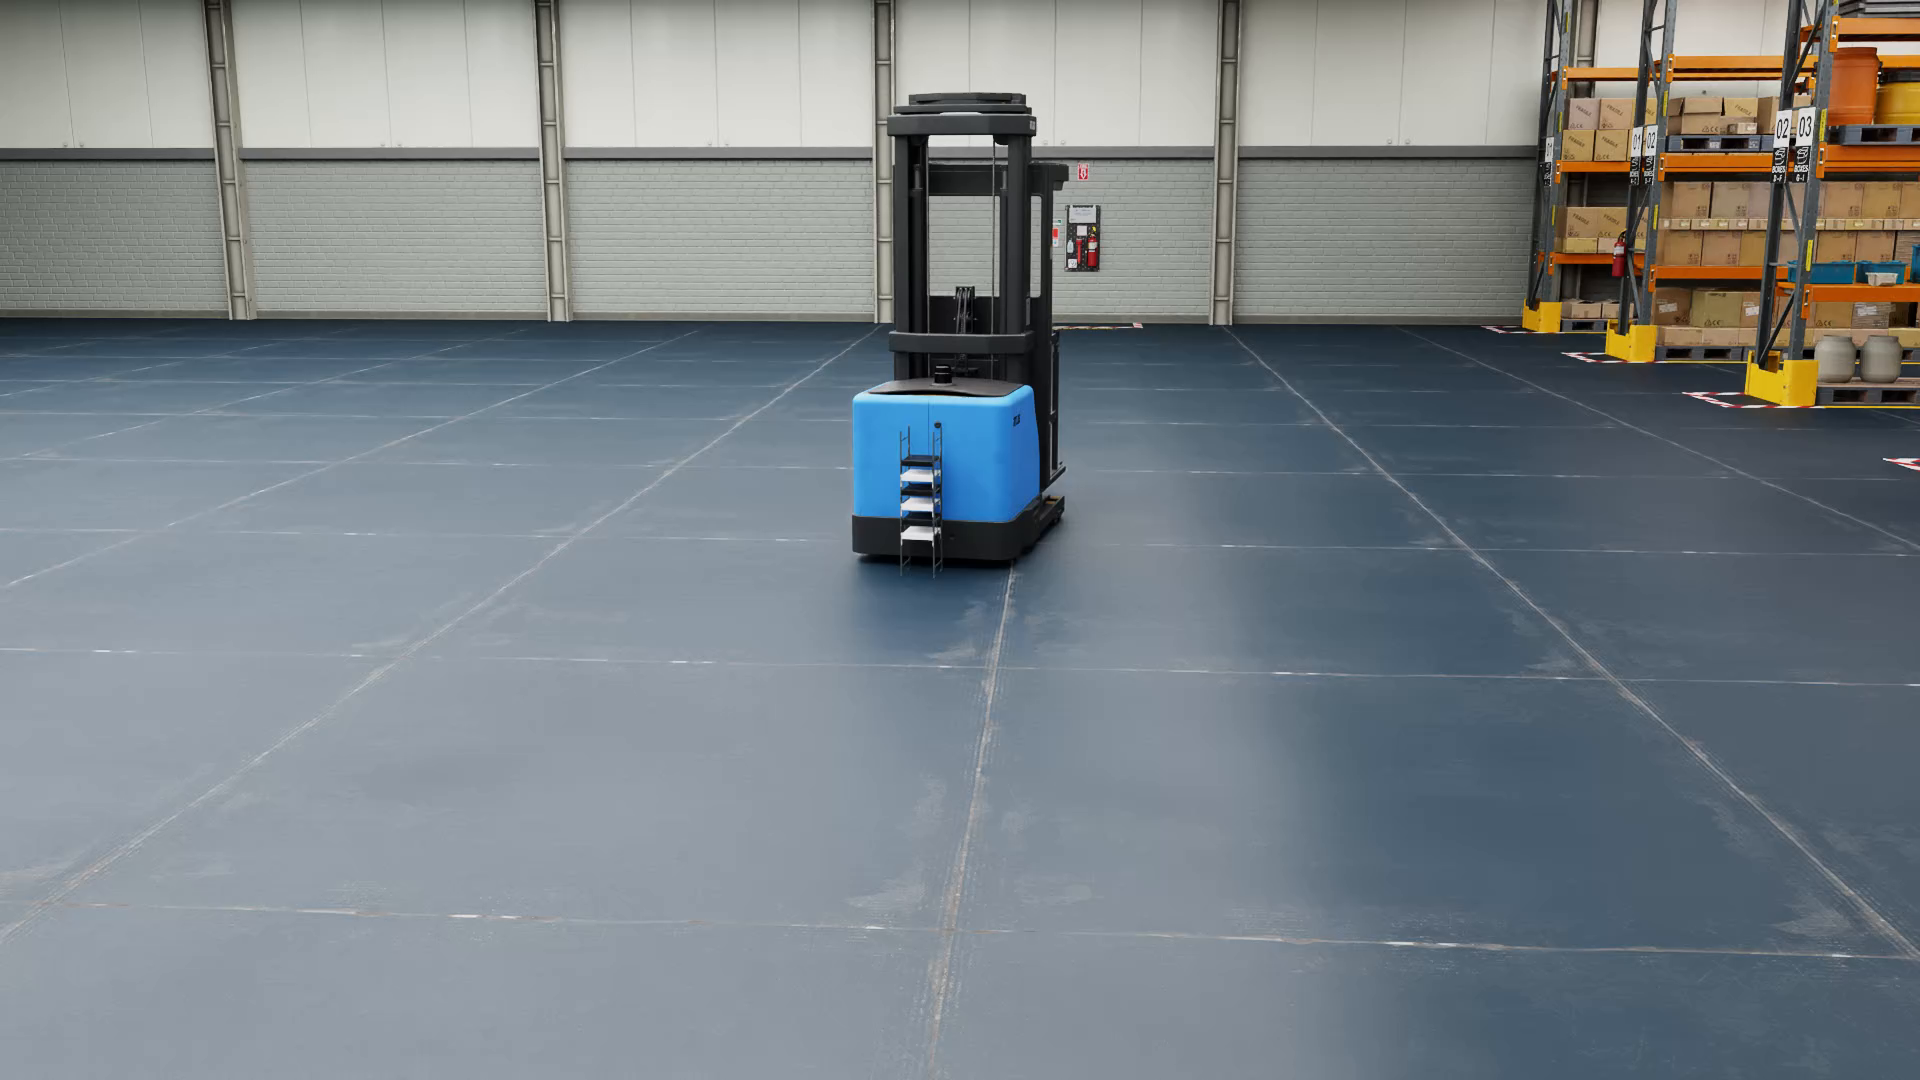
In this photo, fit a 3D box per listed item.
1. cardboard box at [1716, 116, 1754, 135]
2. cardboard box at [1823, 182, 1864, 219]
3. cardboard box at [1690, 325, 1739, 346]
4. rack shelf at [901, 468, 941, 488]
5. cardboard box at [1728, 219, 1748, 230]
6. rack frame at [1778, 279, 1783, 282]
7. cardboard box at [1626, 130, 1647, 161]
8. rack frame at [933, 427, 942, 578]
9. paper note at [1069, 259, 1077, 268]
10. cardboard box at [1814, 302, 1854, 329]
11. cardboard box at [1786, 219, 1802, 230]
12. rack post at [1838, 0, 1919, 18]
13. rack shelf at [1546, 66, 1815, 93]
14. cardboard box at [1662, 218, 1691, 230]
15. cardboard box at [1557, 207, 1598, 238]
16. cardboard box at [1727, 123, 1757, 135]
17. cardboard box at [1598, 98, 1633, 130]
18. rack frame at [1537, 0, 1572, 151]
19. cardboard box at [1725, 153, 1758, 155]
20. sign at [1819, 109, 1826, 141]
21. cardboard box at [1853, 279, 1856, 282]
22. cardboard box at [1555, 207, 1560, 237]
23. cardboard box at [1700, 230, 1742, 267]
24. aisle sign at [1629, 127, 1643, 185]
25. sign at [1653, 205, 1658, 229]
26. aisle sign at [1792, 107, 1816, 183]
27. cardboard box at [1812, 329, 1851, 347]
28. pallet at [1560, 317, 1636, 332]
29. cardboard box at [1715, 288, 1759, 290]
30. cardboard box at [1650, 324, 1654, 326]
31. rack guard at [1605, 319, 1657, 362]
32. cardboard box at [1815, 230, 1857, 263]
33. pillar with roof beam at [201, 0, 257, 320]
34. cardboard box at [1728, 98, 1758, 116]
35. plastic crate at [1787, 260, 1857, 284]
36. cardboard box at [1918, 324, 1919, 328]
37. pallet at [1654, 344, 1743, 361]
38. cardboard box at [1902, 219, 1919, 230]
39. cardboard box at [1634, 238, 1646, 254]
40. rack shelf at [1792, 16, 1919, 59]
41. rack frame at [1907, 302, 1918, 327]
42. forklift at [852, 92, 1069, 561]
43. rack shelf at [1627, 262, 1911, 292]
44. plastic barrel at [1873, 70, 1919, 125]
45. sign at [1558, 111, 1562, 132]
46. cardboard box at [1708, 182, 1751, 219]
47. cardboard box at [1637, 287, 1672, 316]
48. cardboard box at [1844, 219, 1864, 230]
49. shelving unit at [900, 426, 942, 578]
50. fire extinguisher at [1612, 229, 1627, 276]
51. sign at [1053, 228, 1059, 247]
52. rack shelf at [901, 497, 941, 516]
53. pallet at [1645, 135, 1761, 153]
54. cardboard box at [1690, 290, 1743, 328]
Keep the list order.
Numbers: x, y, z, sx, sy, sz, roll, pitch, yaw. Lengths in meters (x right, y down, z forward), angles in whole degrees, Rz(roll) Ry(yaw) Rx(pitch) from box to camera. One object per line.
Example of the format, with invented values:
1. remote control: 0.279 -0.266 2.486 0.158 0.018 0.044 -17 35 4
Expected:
1. cardboard box: 10.721 -5.772 23.209 0.500 0.250 0.500 1 12 4
2. cardboard box: 12.098 -4.713 23.059 0.500 0.500 0.700 1 12 4
3. cardboard box: 10.573 -2.866 23.333 0.500 0.250 0.500 1 12 4
4. rack shelf: -0.236 -0.379 10.164 0.200 0.077 0.258 2 12 11
5. cardboard box: 10.695 -4.372 23.012 0.250 0.149 0.380 1 12 3
6. rack frame: 13.873 -5.023 27.952 0.127 3.000 1.000 1 12 4
7. cardboard box: 11.250 -6.528 27.529 0.500 0.500 0.500 1 12 6
8. rack frame: -0.137 -0.231 10.174 0.006 0.900 0.240 2 12 11
9. paper note: 2.016 -4.953 29.774 0.142 0.148 0.016 1 12 4
10. cardboard box: 12.071 -3.214 23.166 0.500 0.500 0.500 1 12 4
11. cardboard box: 11.465 -4.361 22.962 0.250 0.149 0.380 1 12 4
12. rack post: 9.965 -5.709 17.802 0.954 0.300 0.937 2 12 10
13. rack shelf: 11.877 -7.633 27.543 4.000 0.370 1.077 1 12 4
14. cardboard box: 9.931 -4.382 23.063 0.250 0.149 0.380 1 12 3
15. cardboard box: 10.338 -5.313 27.826 0.500 0.500 0.500 1 12 4
16. cardboard box: 10.716 -5.632 22.788 0.250 0.149 0.380 1 12 4
17. cardboard box: 10.747 -7.022 27.448 0.500 0.500 0.500 1 12 3
18. rack frame: 9.881 -8.014 27.600 0.127 3.000 1.000 1 12 4
19. cardboard box: 12.848 -6.515 27.470 0.500 0.500 0.500 0 12 -1
20. sign: 9.178 -4.414 17.694 0.005 0.325 0.100 1 12 4
21. cardboard box: 15.048 -4.369 28.029 0.500 0.250 0.500 1 12 3
22. cardboard box: 10.366 -5.418 28.327 0.500 0.500 0.500 1 12 3
23. cardboard box: 10.543 -4.099 23.293 0.500 0.500 0.700 1 12 5
24. aisle sign: 9.508 -5.399 23.401 0.004 0.787 0.394 1 12 4
25. sign: 9.511 -4.414 22.738 0.005 0.325 0.100 1 12 4
26. aisle sign: 9.128 -4.267 17.991 0.004 0.787 0.394 1 12 4
27. cardboard box: 12.070 -2.845 23.230 0.500 0.250 0.500 1 12 4
28. pallet: 10.766 -3.693 28.407 1.213 0.211 1.003 1 12 4
29. cardboard box: 11.108 -3.335 23.742 0.500 0.500 0.500 1 12 4
30. cardboard box: 10.109 -2.978 23.868 0.500 0.250 0.500 1 12 4
31. rack guard: 9.530 -2.842 23.633 0.348 0.500 1.175 1 12 4
32. cardboard box: 12.075 -4.078 23.192 0.500 0.500 0.700 1 12 5
33. pillar with roof beam: -13.596 -7.630 25.764 0.400 9.000 9.100 1 12 4
34. cardboard box: 12.804 -6.996 27.324 0.500 0.500 0.500 1 12 7
35. plastic crate: 9.739 -3.035 18.813 0.616 0.251 0.499 1 12 4
36. cardboard box: 13.978 -2.924 23.609 0.500 0.250 0.500 1 12 3
37. pallet: 10.320 -2.698 23.652 1.213 0.211 1.003 1 12 4
38. cardboard box: 13.013 -4.341 22.864 0.250 0.149 0.380 1 12 3
39. cardboard box: 11.374 -4.930 27.826 0.500 0.250 0.500 1 12 3
40. rack shelf: 11.215 -5.415 17.908 4.000 0.370 1.077 1 12 4
41. rack frame: 13.545 -4.010 23.114 0.127 3.000 1.000 1 12 4
42. forklift: 0.140 -1.561 11.570 1.130 2.935 3.031 3 12 13
43. rack shelf: 11.550 -3.686 23.319 4.000 0.370 1.077 1 12 4
44. plastic barrel: 10.365 -4.830 18.219 0.600 0.588 0.600 0 12 0
45. sign: 9.845 -6.862 27.288 0.005 0.325 0.100 1 12 4
46. cardboard box: 10.597 -4.733 23.157 0.500 0.500 0.700 0 12 2
47. cardboard box: 11.863 -4.013 28.158 0.500 0.500 0.700 0 12 0
48. cardboard box: 12.244 -4.351 22.915 0.250 0.149 0.380 1 12 3
49. shelving unit: -0.236 -0.235 10.194 0.210 0.900 0.258 2 12 11
50. fire extinguisher: 9.467 -4.124 23.845 0.183 0.674 0.296 1 12 4
51. sign: 1.643 -5.414 29.738 0.234 0.329 0.001 1 12 4
52. rack shelf: -0.236 -0.203 10.201 0.200 0.077 0.258 2 12 11
53. pallet: 10.258 -5.475 23.006 1.213 0.211 1.003 1 12 4
54. cardboard box: 10.573 -3.233 23.255 0.500 0.500 0.500 1 12 4
